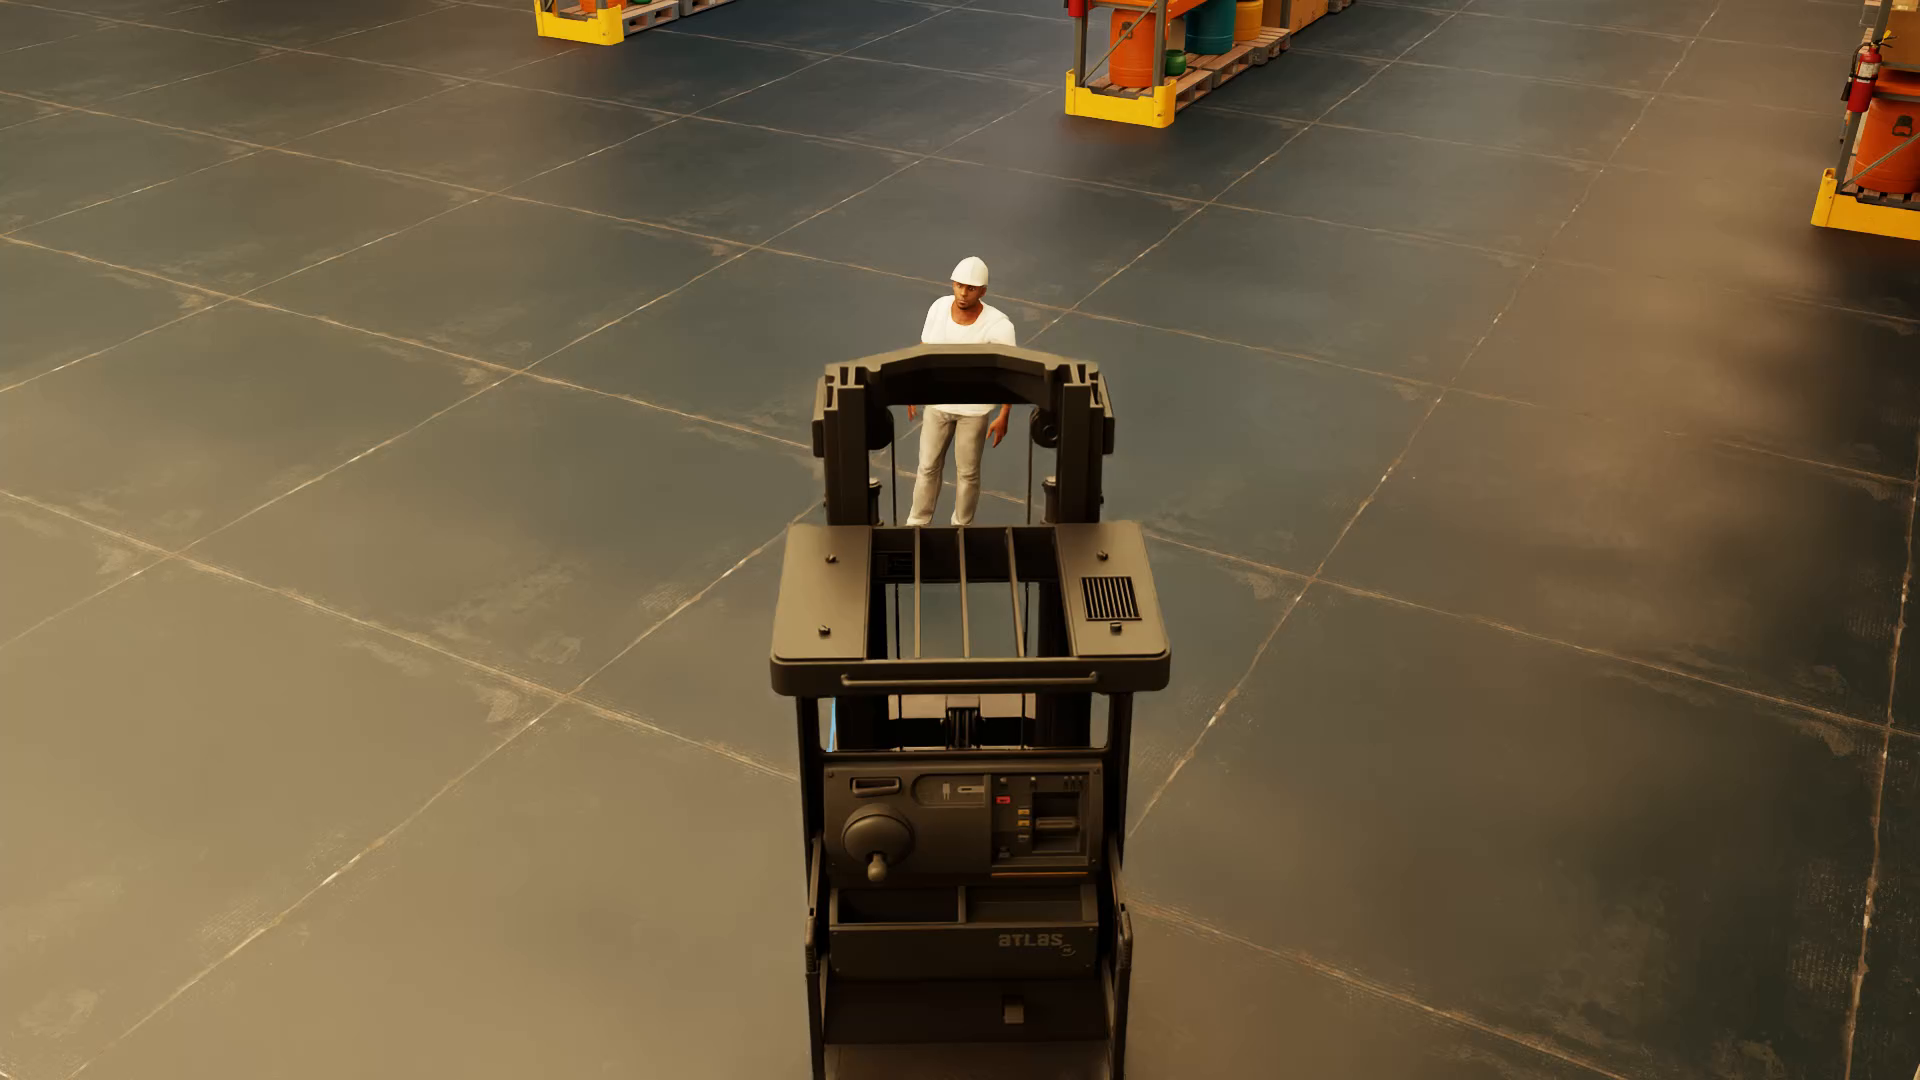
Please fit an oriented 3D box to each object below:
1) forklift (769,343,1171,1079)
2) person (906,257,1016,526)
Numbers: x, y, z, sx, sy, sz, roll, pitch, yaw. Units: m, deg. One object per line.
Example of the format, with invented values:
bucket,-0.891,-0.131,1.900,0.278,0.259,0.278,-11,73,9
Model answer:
forklift,0.020,0.983,5.367,1.130,2.935,3.031,-1,30,-1
person,-0.038,-0.742,9.507,0.666,1.768,0.575,15,33,25
